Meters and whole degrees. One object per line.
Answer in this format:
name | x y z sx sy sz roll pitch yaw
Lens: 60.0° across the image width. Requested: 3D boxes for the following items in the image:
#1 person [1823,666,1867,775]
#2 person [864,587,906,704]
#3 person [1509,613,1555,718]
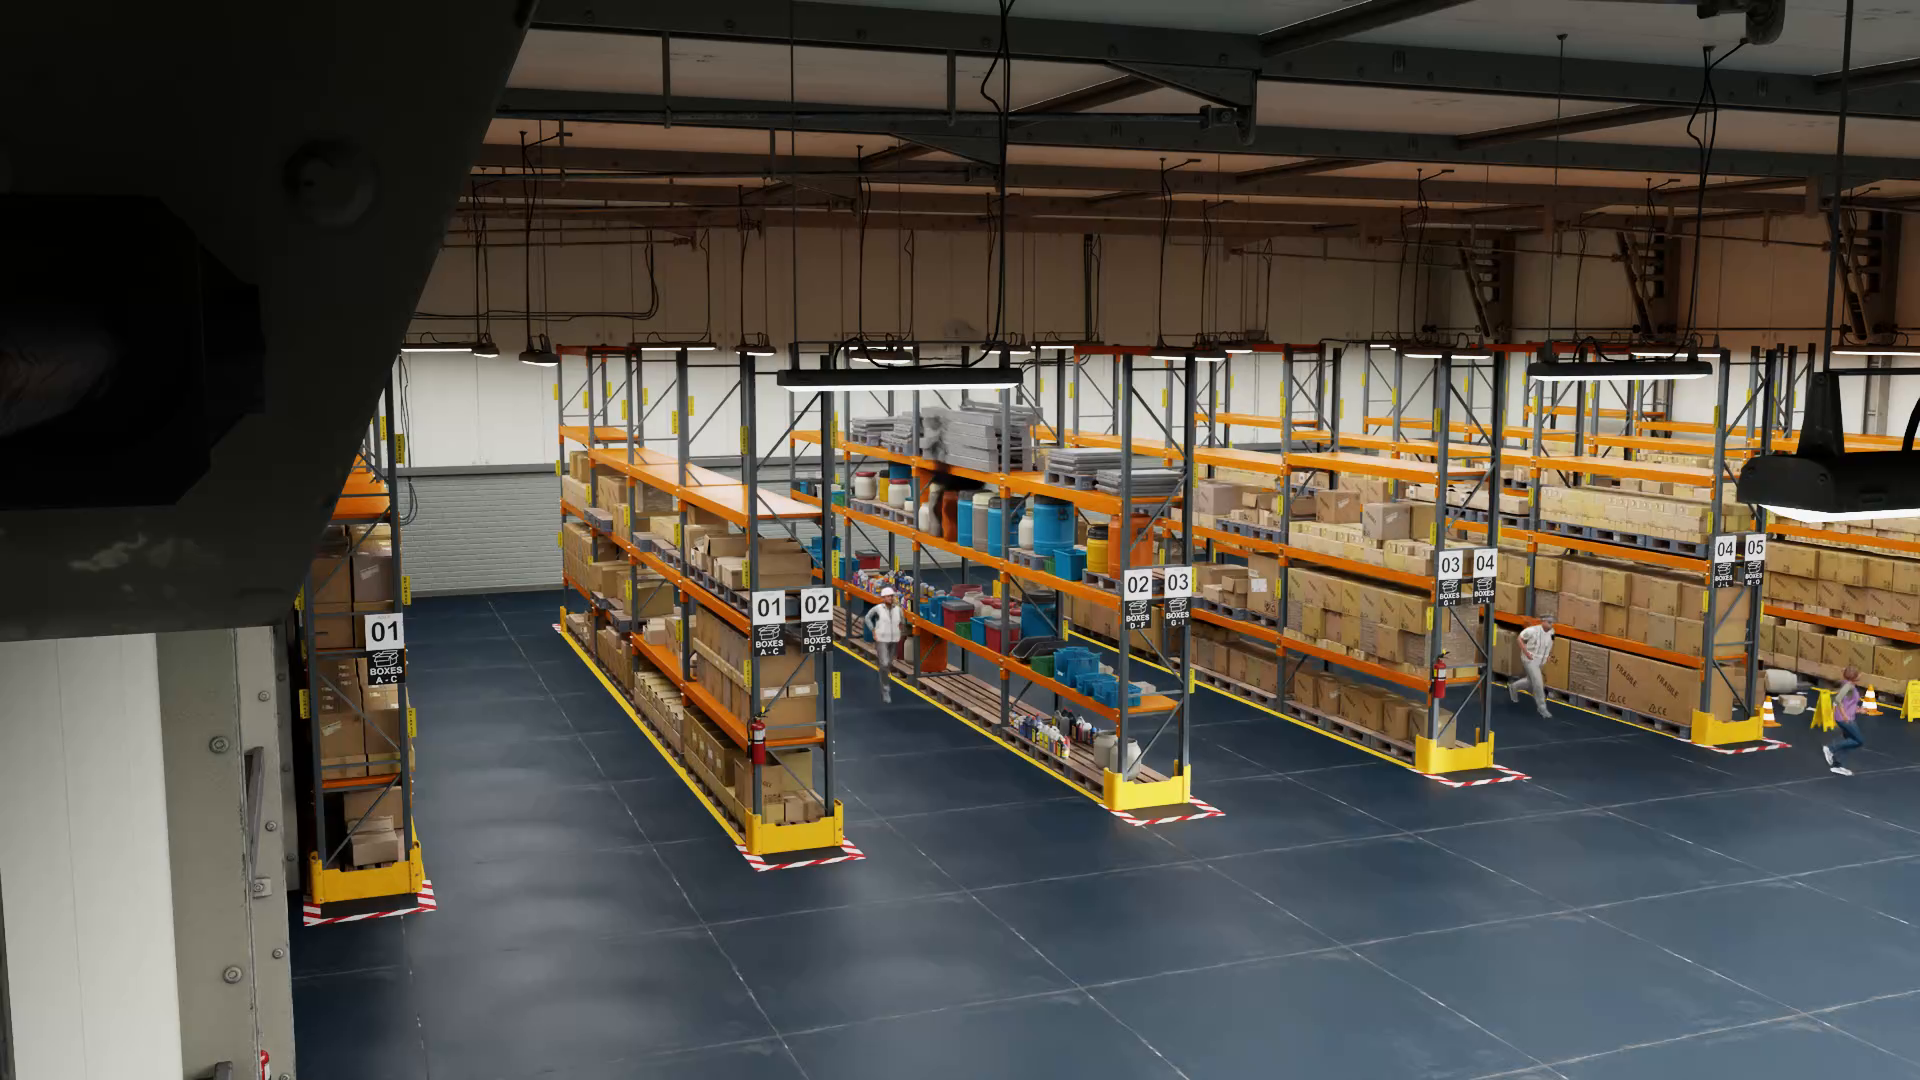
person | 12.635 2.565 23.717 0.526 1.558 0.549 3 8 25
person | -1.186 1.715 27.392 0.638 1.891 0.754 -4 8 -29
person | 9.441 2.016 27.477 0.673 1.758 0.993 -3 8 -24
